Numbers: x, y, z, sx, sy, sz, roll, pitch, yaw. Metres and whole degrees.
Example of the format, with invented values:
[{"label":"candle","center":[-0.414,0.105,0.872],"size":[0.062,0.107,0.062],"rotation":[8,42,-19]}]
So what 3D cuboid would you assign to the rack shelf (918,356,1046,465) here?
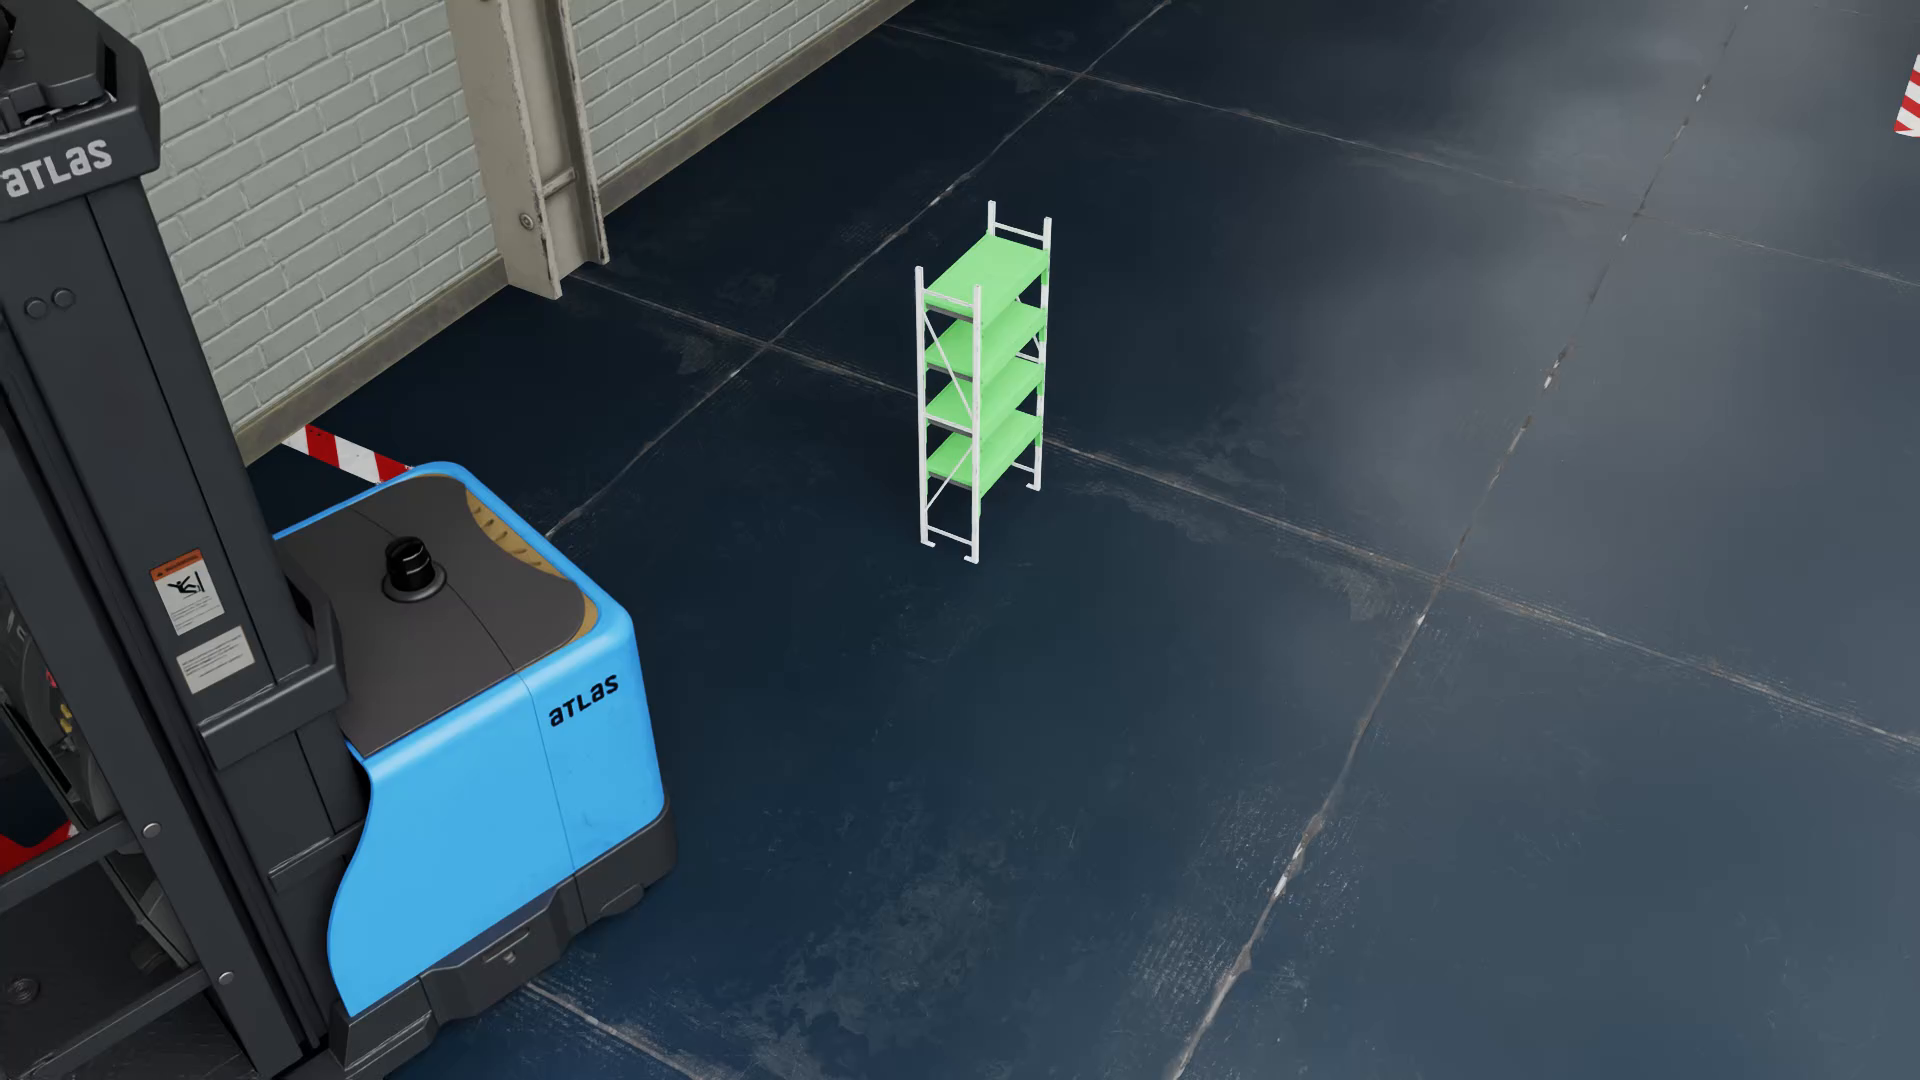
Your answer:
[{"label":"rack shelf","center":[0.083,-0.497,6.003],"size":[0.258,0.148,0.480],"rotation":[21,45,22]}]

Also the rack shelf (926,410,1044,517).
[{"label":"rack shelf","center":[0.083,-0.317,6.162],"size":[0.258,0.148,0.480],"rotation":[21,45,22]}]

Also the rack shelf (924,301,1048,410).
[{"label":"rack shelf","center":[0.083,-0.677,5.845],"size":[0.258,0.148,0.480],"rotation":[21,45,22]}]

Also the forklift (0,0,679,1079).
[{"label":"forklift","center":[-2.276,0.344,3.641],"size":[3.031,2.935,1.130],"rotation":[-32,50,-31]}]

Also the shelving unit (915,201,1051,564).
[{"label":"shelving unit","center":[0.083,-0.545,5.961],"size":[0.258,1.200,0.503],"rotation":[21,45,22]}]

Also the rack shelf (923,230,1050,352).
[{"label":"rack shelf","center":[0.083,-0.857,5.686],"size":[0.258,0.148,0.480],"rotation":[21,45,22]}]

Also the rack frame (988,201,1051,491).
[{"label":"rack frame","center":[0.205,-0.685,6.120],"size":[0.240,1.200,0.015],"rotation":[21,45,22]}]

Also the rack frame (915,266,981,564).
[{"label":"rack frame","center":[-0.039,-0.405,5.802],"size":[0.240,1.200,0.015],"rotation":[21,45,22]}]

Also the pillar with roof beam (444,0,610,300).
[{"label":"pillar with roof beam","center":[1.872,-3.196,3.070],"size":[9.100,9.000,0.400],"rotation":[21,45,22]}]
